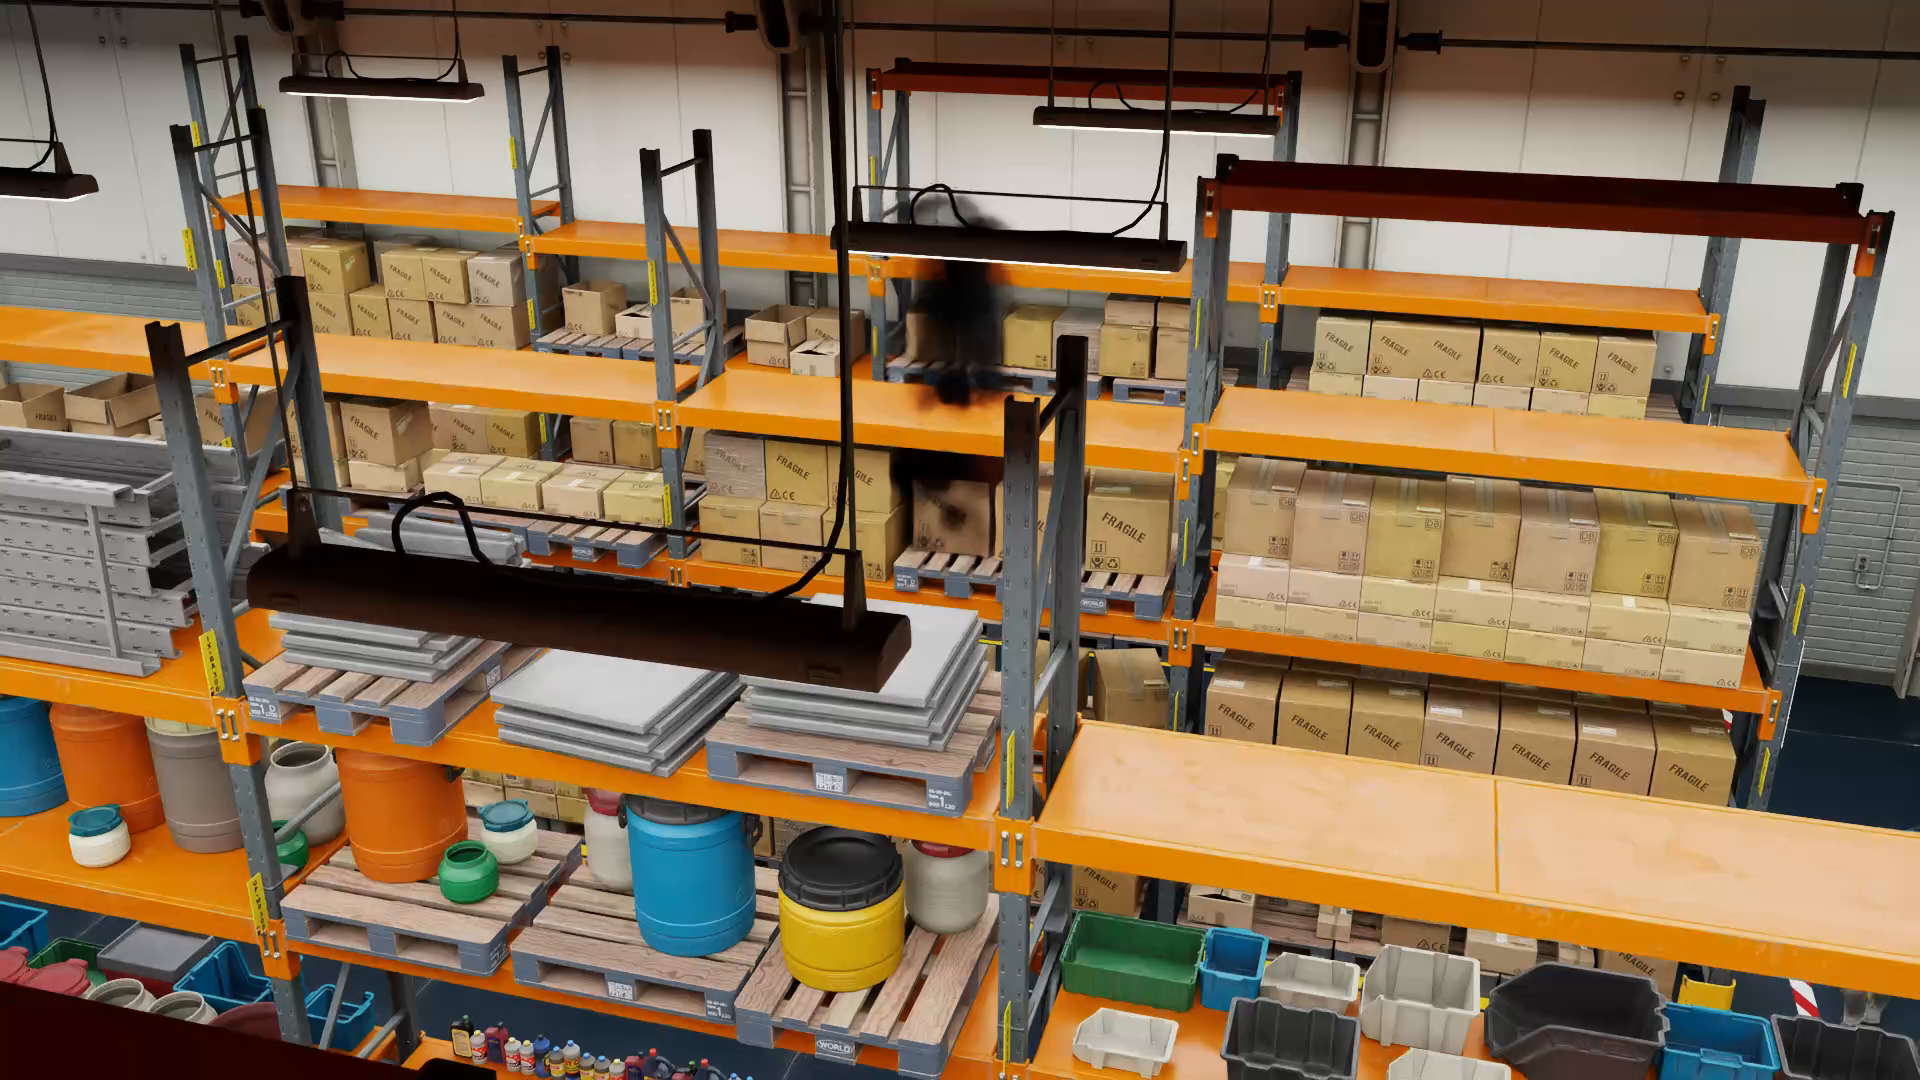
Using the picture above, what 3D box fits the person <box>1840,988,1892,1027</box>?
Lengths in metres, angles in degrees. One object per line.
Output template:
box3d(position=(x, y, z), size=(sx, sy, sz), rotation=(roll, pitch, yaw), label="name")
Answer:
box3d(position=(6.529, 2.835, 11.719), size=(0.682, 1.772, 0.850), rotation=(16, 27, 33), label="person")
